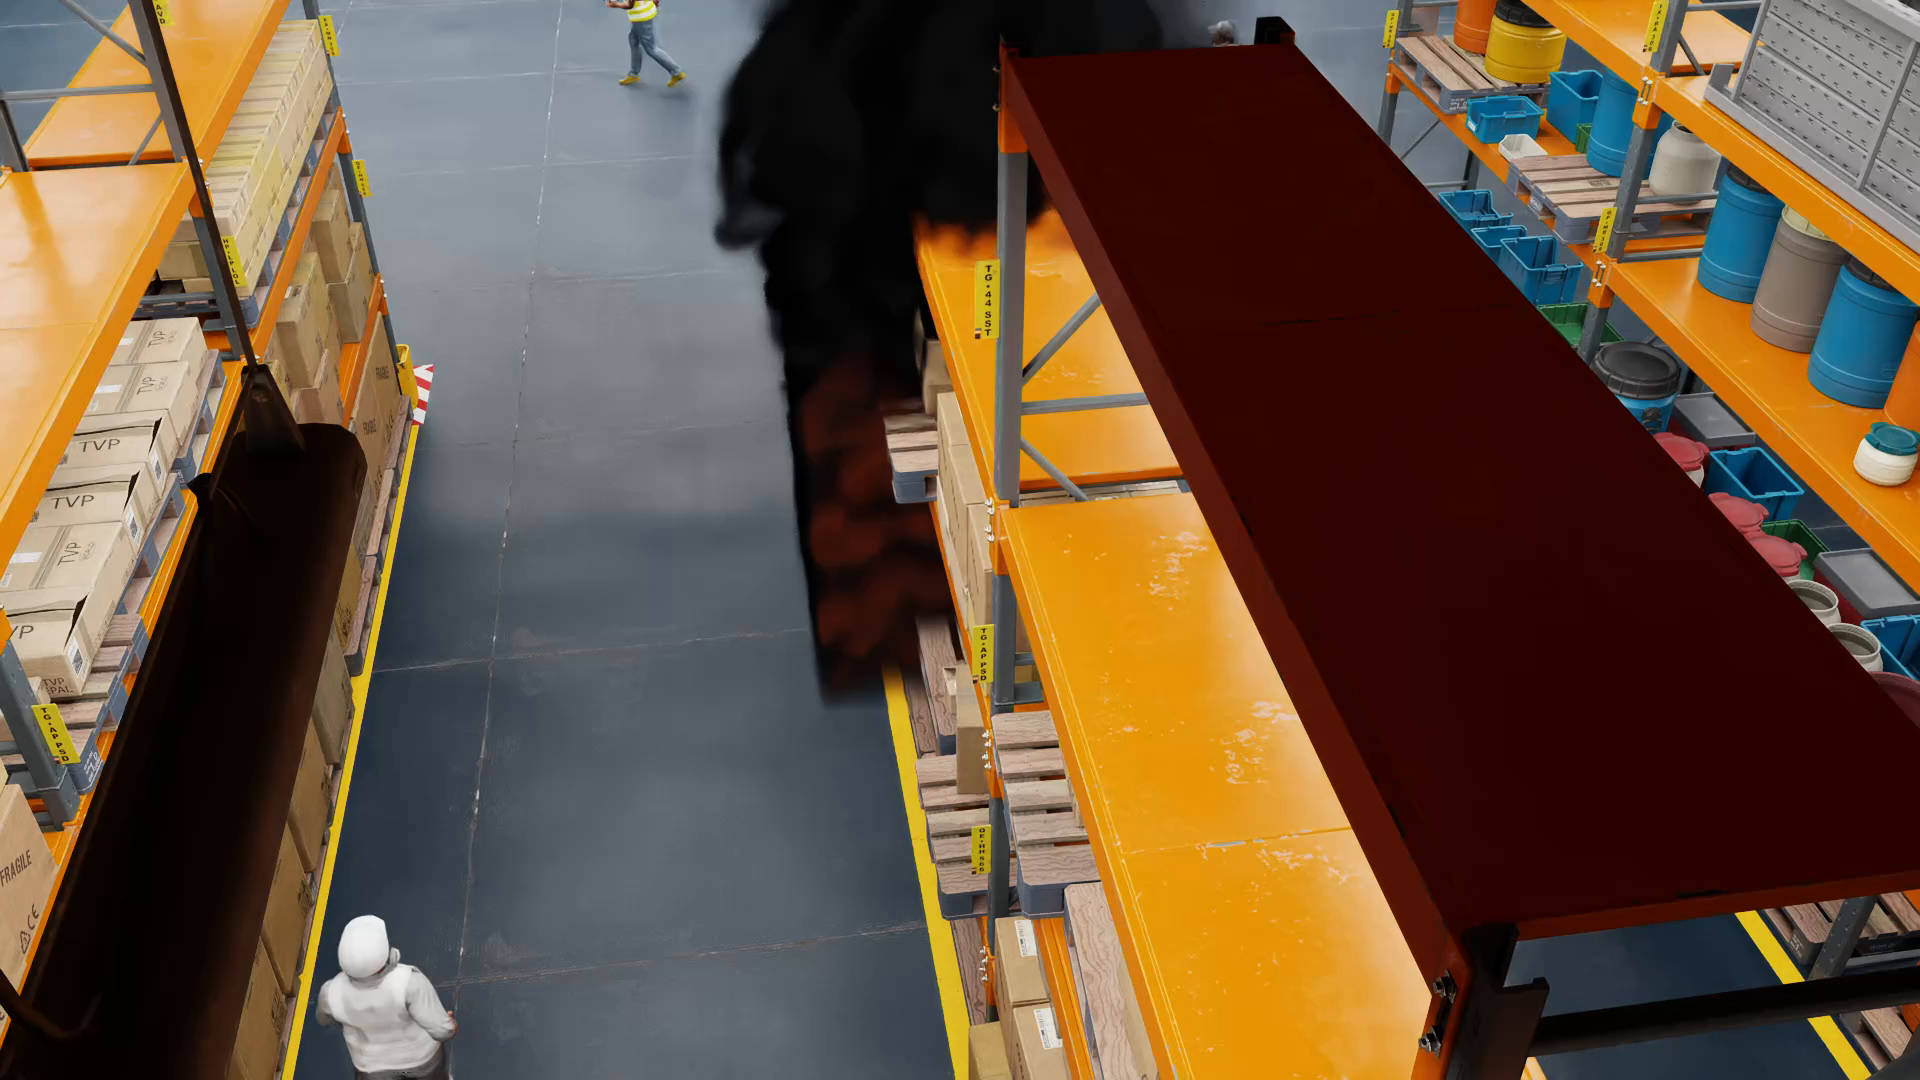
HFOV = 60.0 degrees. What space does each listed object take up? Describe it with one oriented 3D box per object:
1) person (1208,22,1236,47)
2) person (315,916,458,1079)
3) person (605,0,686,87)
[{"bbox_3d":[2.904,-5.111,19.017,0.660,1.660,0.578,6,37,8],"label":"person"},{"bbox_3d":[-2.732,2.463,8.094,0.653,1.804,0.899,-8,37,-10],"label":"person"},{"bbox_3d":[-3.949,-6.524,20.846,0.971,1.779,0.646,6,37,9],"label":"person"}]
